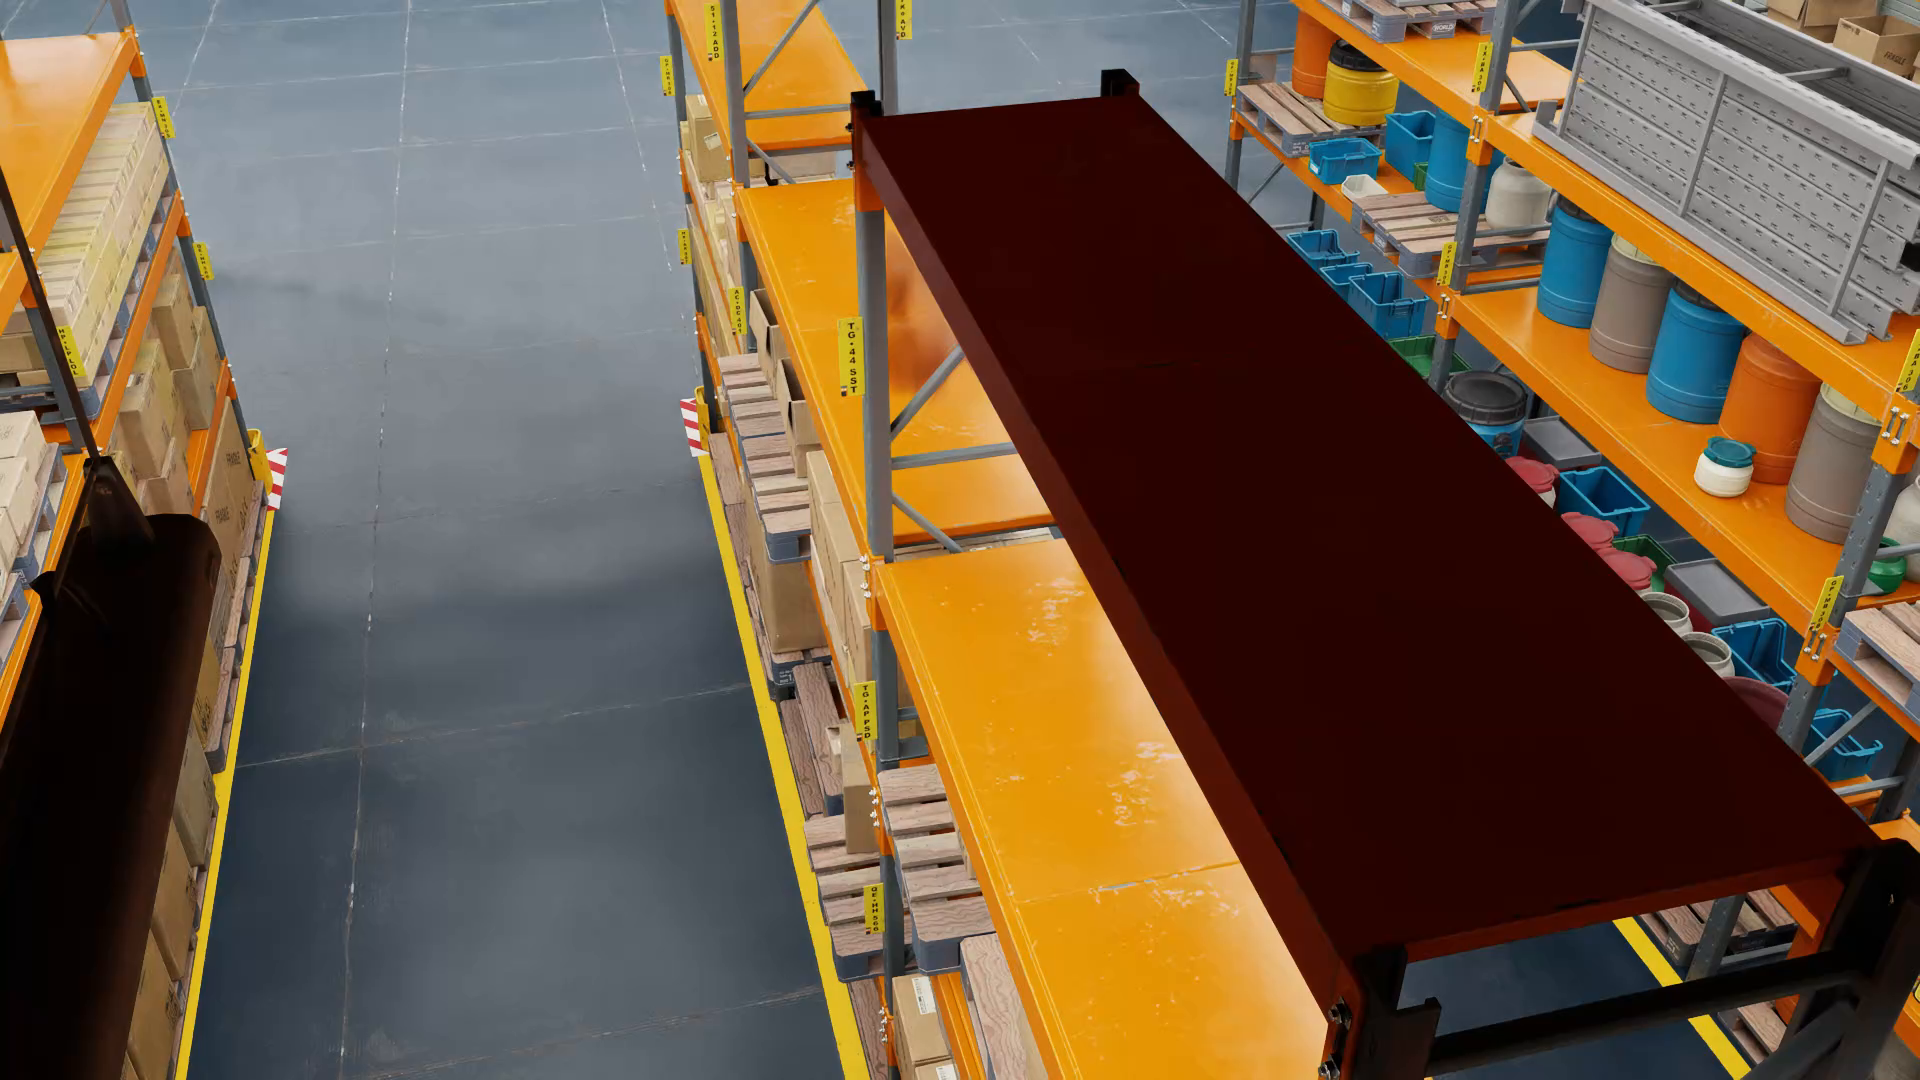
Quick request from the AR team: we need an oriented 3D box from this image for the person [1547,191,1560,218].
[{"bbox_3d":[6.841,-4.029,18.473,0.626,1.708,0.719,9,35,13],"label":"person"}]
